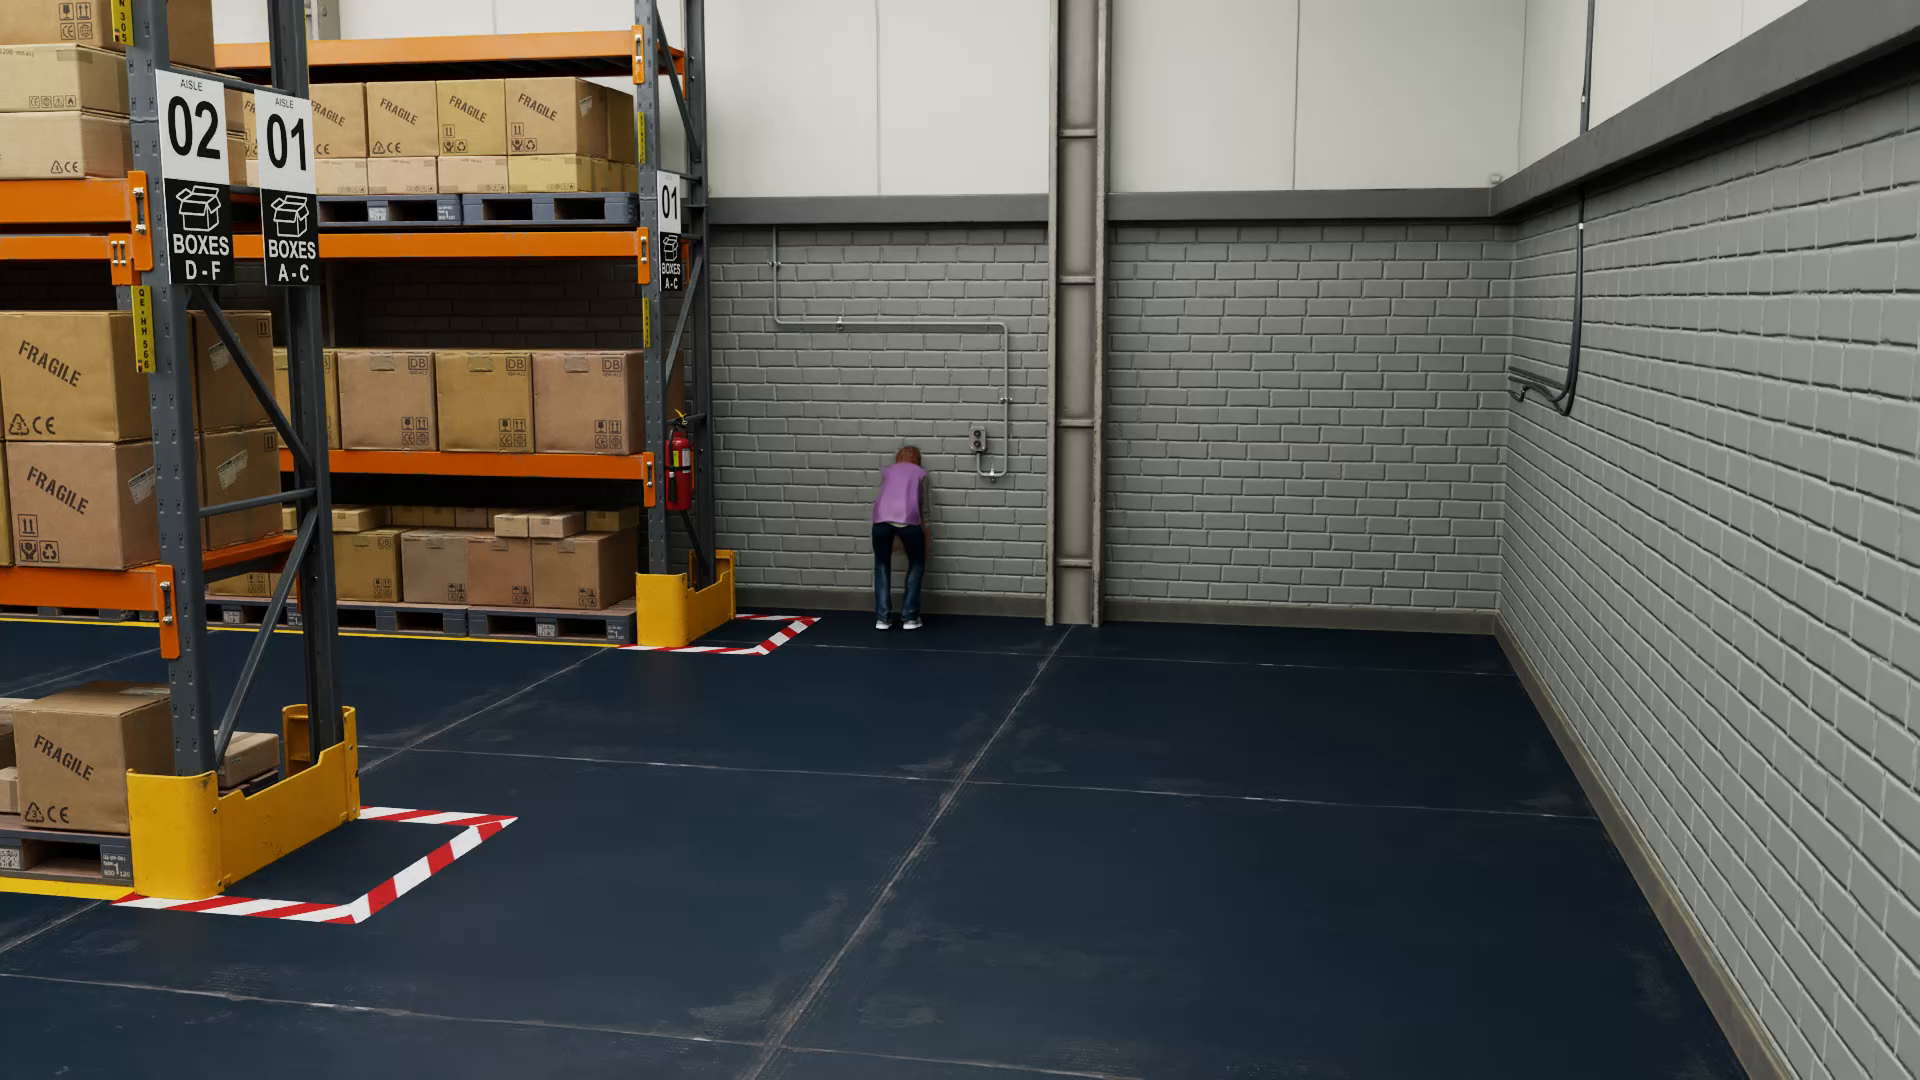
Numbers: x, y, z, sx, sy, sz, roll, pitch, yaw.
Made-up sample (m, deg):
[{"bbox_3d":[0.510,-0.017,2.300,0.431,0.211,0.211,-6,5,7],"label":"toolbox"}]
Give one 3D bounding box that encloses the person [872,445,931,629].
[{"bbox_3d":[-0.413,-0.013,12.083,0.382,1.278,0.780,1,8,10],"label":"person"}]
